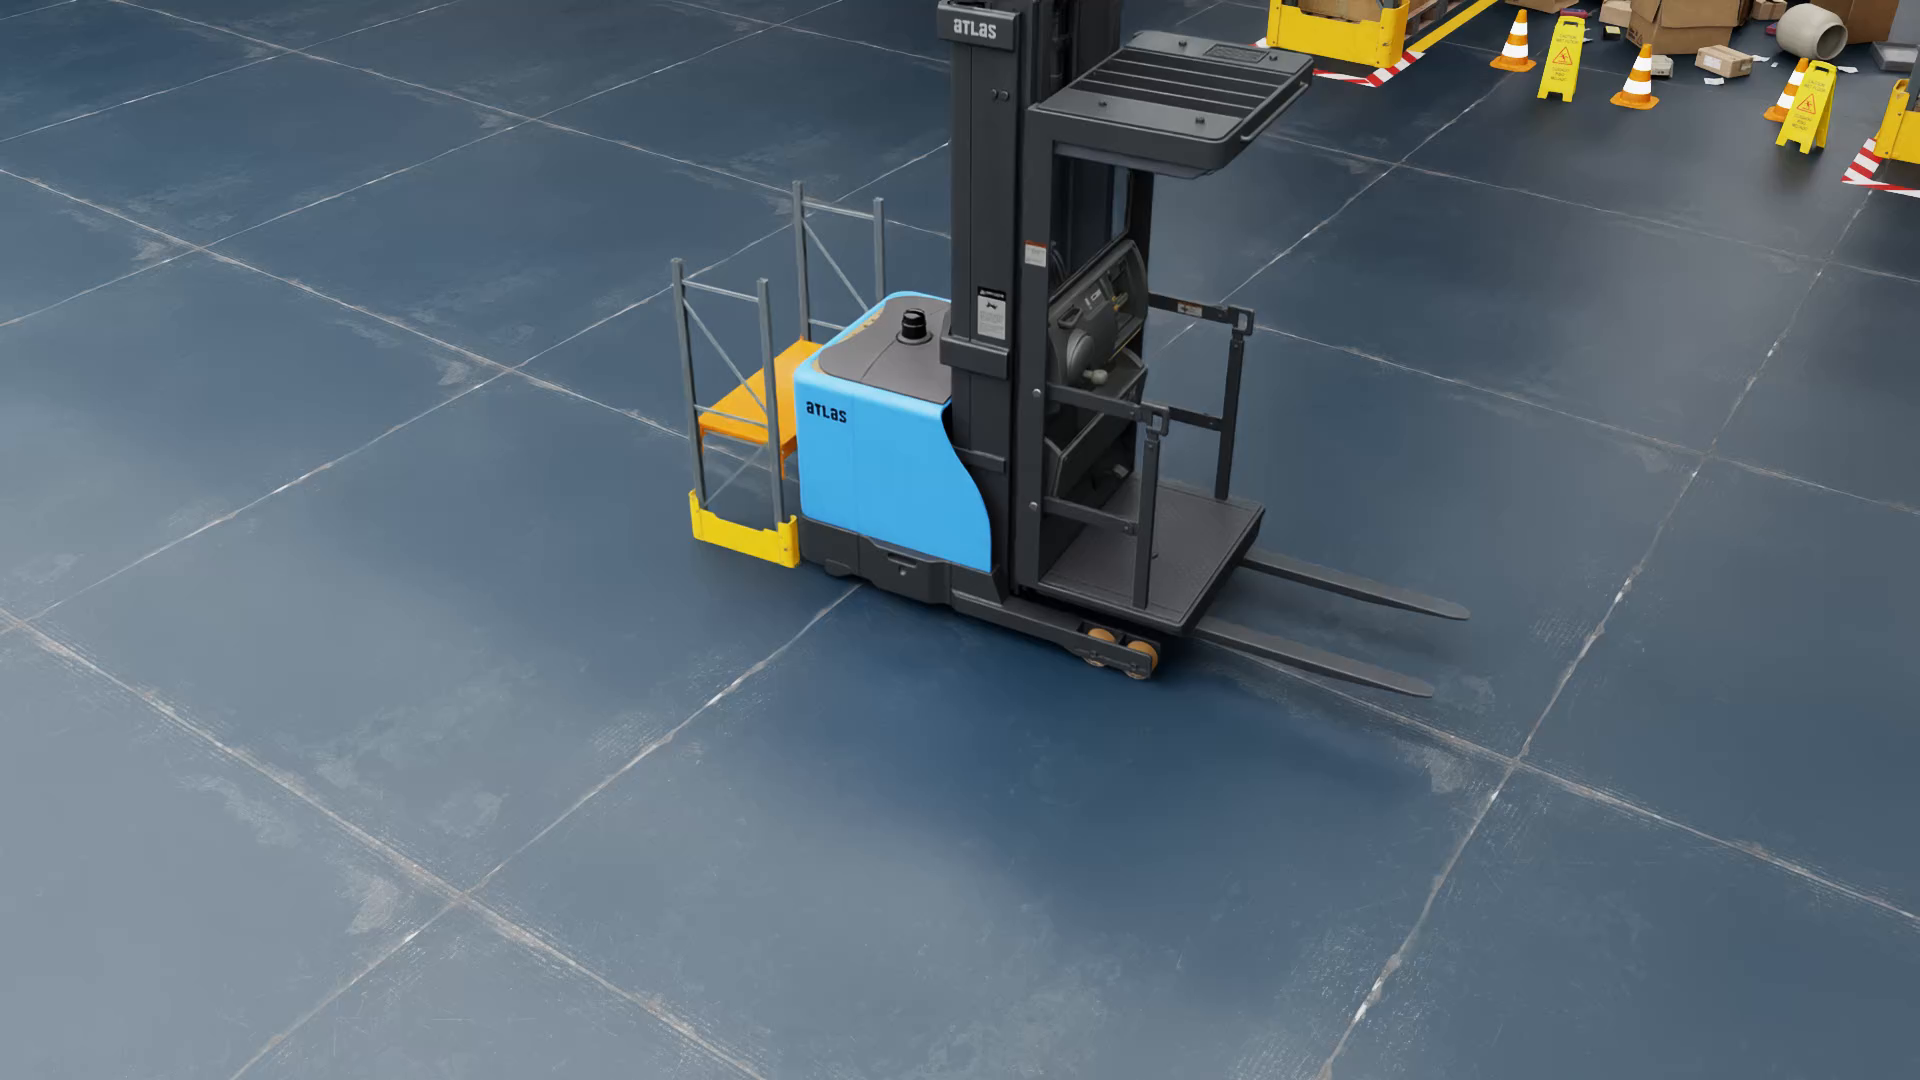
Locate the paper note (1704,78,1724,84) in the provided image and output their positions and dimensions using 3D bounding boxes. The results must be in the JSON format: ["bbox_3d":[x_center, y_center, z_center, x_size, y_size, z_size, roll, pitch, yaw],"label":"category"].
[{"bbox_3d":[6.310,-3.842,13.904,0.148,0.019,0.142,8,35,12],"label":"paper note"}]

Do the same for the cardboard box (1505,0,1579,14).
[{"bbox_3d":[5.521,-5.300,15.638,0.500,0.500,0.500,29,44,36],"label":"cardboard box"}]

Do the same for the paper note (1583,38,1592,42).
[{"bbox_3d":[5.547,-4.465,14.827,0.142,0.017,0.144,-22,40,-29],"label":"paper note"}]

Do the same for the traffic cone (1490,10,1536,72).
[{"bbox_3d":[4.751,-4.275,14.159,0.336,0.463,0.334,21,39,28],"label":"traffic cone"}]

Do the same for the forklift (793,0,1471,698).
[{"bbox_3d":[0.775,-0.941,7.026,3.031,2.935,1.130,17,37,23],"label":"forklift"}]

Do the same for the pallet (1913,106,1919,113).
[{"bbox_3d":[7.942,-3.243,12.857,1.003,0.211,1.213,21,39,28],"label":"pallet"}]

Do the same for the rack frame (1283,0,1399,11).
[{"bbox_3d":[3.282,-5.535,13.758,1.000,3.000,0.127,21,39,28],"label":"rack frame"}]

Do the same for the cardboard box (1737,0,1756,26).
[{"bbox_3d":[6.854,-5.073,15.181,0.797,0.637,0.503,21,39,28],"label":"cardboard box"}]

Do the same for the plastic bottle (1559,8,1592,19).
[{"bbox_3d":[5.705,-4.876,15.405,0.283,0.061,0.133,8,35,12],"label":"plastic bottle"}]

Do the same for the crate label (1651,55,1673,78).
[{"bbox_3d":[5.883,-4.005,14.049,0.250,0.136,0.298,3,34,4],"label":"crate label"}]

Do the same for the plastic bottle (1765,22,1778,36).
[{"bbox_3d":[7.410,-4.629,15.041,0.133,0.061,0.283,29,44,36],"label":"plastic bottle"}]

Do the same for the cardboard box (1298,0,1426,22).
[{"bbox_3d":[3.614,-5.162,14.728,0.875,0.875,0.875,21,40,28],"label":"cardboard box"}]

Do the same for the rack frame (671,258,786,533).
[{"bbox_3d":[-1.062,-0.571,7.755,0.500,1.500,0.032,16,37,22],"label":"rack frame"}]

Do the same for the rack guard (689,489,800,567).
[{"bbox_3d":[-1.053,-0.063,8.120,0.587,0.250,0.087,16,37,22],"label":"rack guard"}]

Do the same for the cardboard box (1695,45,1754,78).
[{"bbox_3d":[6.494,-4.068,14.133,0.250,0.149,0.380,-15,37,-21],"label":"cardboard box"}]

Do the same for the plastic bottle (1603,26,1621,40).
[{"bbox_3d":[5.857,-4.568,14.950,0.133,0.061,0.283,8,35,12],"label":"plastic bottle"}]

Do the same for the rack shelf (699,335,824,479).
[{"bbox_3d":[-0.829,-0.675,8.230,0.538,0.185,1.000,16,37,22],"label":"rack shelf"}]

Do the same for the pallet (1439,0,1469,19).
[{"bbox_3d":[4.370,-5.332,15.947,1.003,0.211,1.213,21,39,28],"label":"pallet"}]

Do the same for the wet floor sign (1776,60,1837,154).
[{"bbox_3d":[6.419,-3.280,12.524,0.232,0.644,0.267,-22,40,-29],"label":"wet floor sign"}]

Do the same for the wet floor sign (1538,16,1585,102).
[{"bbox_3d":[4.892,-3.914,13.462,0.267,0.644,0.232,14,37,20],"label":"wet floor sign"}]

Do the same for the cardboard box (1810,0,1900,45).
[{"bbox_3d":[7.958,-4.749,14.823,0.500,0.500,0.500,-9,35,-13],"label":"cardboard box"}]

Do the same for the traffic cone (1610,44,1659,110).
[{"bbox_3d":[5.486,-3.758,13.394,0.336,0.463,0.334,21,39,28],"label":"traffic cone"}]

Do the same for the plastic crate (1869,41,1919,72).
[{"bbox_3d":[8.118,-4.172,14.347,0.402,0.080,0.583,8,35,12],"label":"plastic crate"}]

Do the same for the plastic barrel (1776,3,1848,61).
[{"bbox_3d":[7.340,-4.368,14.331,0.421,0.421,0.512,-9,35,-13],"label":"plastic barrel"}]

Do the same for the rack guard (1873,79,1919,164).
[{"bbox_3d":[7.450,-3.000,12.240,1.175,0.500,0.348,21,39,28],"label":"rack guard"}]

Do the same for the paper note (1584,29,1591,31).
[{"bbox_3d":[5.663,-4.627,15.083,0.123,0.001,0.032,-15,37,-21],"label":"paper note"}]

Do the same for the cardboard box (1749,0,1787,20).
[{"bbox_3d":[7.459,-5.020,15.436,0.258,0.266,0.396,-3,34,-4],"label":"cardboard box"}]

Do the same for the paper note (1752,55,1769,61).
[{"bbox_3d":[6.918,-4.180,14.414,0.142,0.019,0.148,-22,40,-29],"label":"paper note"}]

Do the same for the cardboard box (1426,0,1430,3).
[{"bbox_3d":[4.114,-5.568,15.328,0.875,0.875,0.875,21,39,27],"label":"cardboard box"}]

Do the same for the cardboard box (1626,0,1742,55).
[{"bbox_3d":[6.328,-4.584,14.579,0.797,0.503,0.637,-3,34,-4],"label":"cardboard box"}]

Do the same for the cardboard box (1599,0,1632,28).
[{"bbox_3d":[6.096,-4.864,15.206,0.396,0.266,0.258,29,44,36],"label":"cardboard box"}]

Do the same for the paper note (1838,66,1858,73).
[{"bbox_3d":[7.563,-4.013,14.156,0.142,0.019,0.148,8,35,12],"label":"paper note"}]

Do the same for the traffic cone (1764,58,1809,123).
[{"bbox_3d":[6.592,-3.560,13.101,0.336,0.463,0.334,21,39,28],"label":"traffic cone"}]

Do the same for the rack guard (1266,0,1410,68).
[{"bbox_3d":[3.268,-4.489,14.441,1.175,0.500,0.348,21,39,28],"label":"rack guard"}]

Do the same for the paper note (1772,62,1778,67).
[{"bbox_3d":[6.995,-4.081,14.276,0.032,0.001,0.123,21,39,28],"label":"paper note"}]

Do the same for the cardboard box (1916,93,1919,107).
[{"bbox_3d":[7.660,-3.505,12.834,0.500,0.250,0.500,21,39,28],"label":"cardboard box"}]

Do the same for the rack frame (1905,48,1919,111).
[{"bbox_3d":[7.406,-4.001,11.488,1.000,3.000,0.127,21,39,28],"label":"rack frame"}]

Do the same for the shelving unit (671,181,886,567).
[{"bbox_3d":[-0.824,-0.828,8.136,0.587,1.500,1.083,16,37,22],"label":"shelving unit"}]

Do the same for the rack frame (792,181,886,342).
[{"bbox_3d":[-0.595,-1.077,8.503,0.500,1.500,0.032,16,37,22],"label":"rack frame"}]

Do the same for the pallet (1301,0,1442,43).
[{"bbox_3d":[3.674,-4.773,15.120,1.003,0.211,1.213,21,39,28],"label":"pallet"}]
